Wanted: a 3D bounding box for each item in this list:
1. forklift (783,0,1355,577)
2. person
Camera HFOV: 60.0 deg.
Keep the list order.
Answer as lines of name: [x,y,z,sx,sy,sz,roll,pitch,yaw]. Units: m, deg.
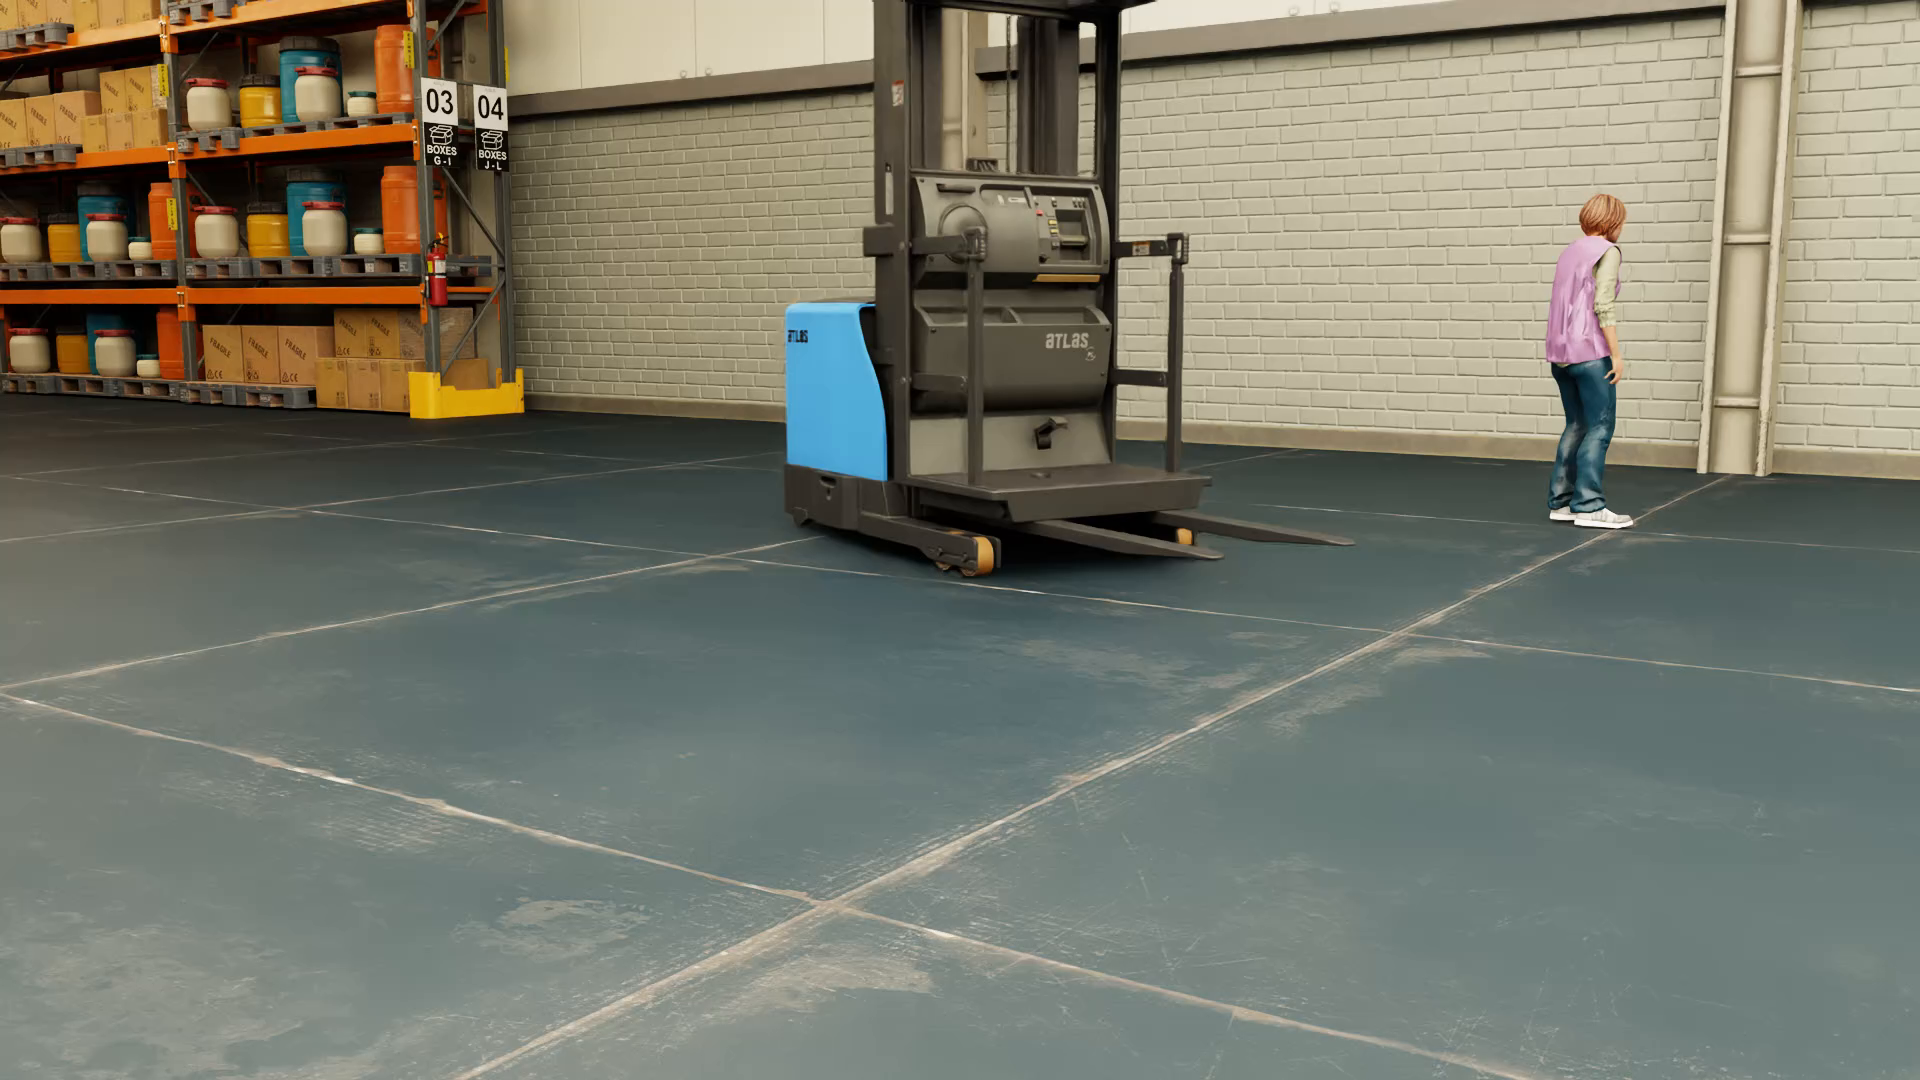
forklift: [0.344,-1.377,6.875,1.130,2.935,3.031,-5,9,-31]
person: [3.036,-0.867,8.055,0.346,1.591,0.480,-2,8,-12]
